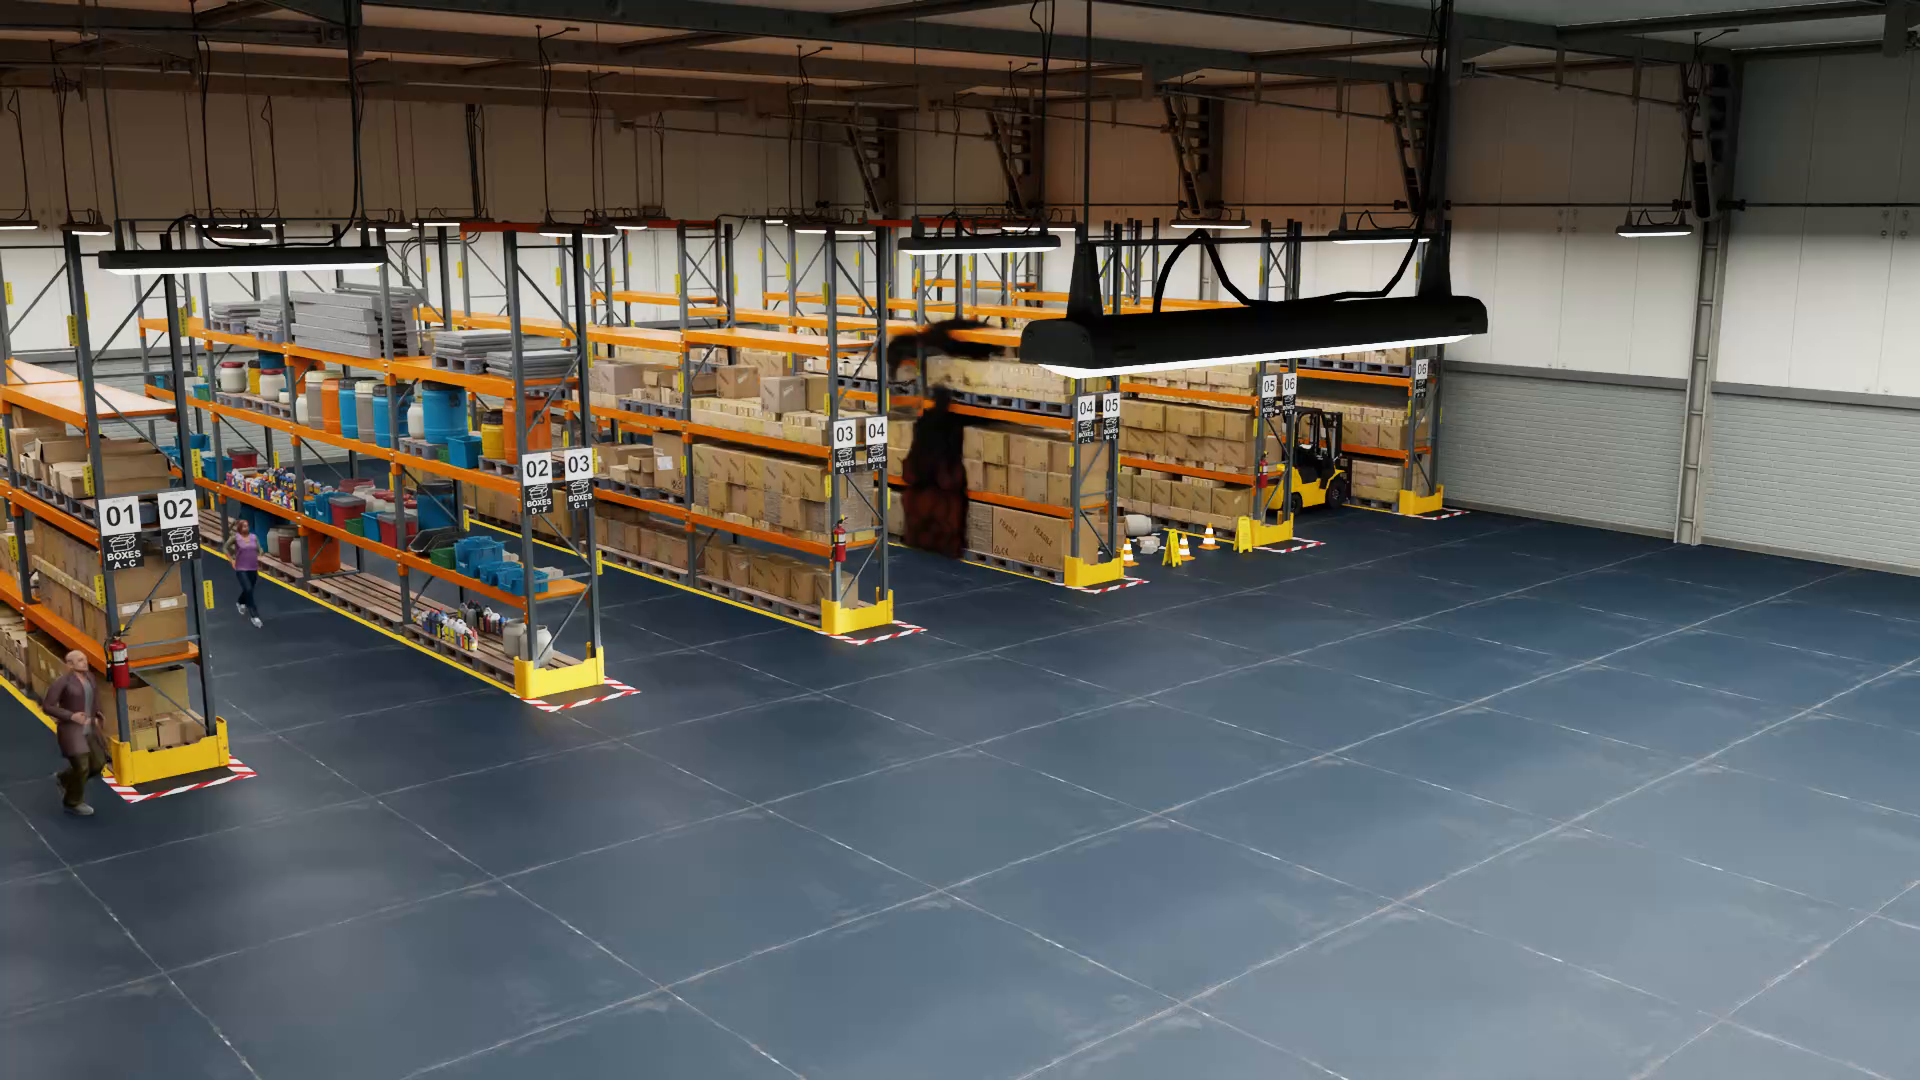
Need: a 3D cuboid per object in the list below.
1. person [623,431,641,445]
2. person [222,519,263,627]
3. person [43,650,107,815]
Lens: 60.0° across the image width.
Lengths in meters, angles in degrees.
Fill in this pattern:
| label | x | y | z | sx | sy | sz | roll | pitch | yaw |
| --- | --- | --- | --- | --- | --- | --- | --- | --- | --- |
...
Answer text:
| label | x | y | z | sx | sy | sz | roll | pitch | yaw |
| --- | --- | --- | --- | --- | --- | --- | --- | --- | --- |
| person | -8.097 | -2.763 | 41.151 | 0.839 | 1.763 | 0.726 | -1 | 11 | -4 |
| person | -10.916 | 0.477 | 25.441 | 0.857 | 1.597 | 0.539 | 10 | 15 | 40 |
| person | -9.318 | 2.014 | 17.597 | 0.688 | 1.725 | 0.737 | 4 | 12 | 18 |
